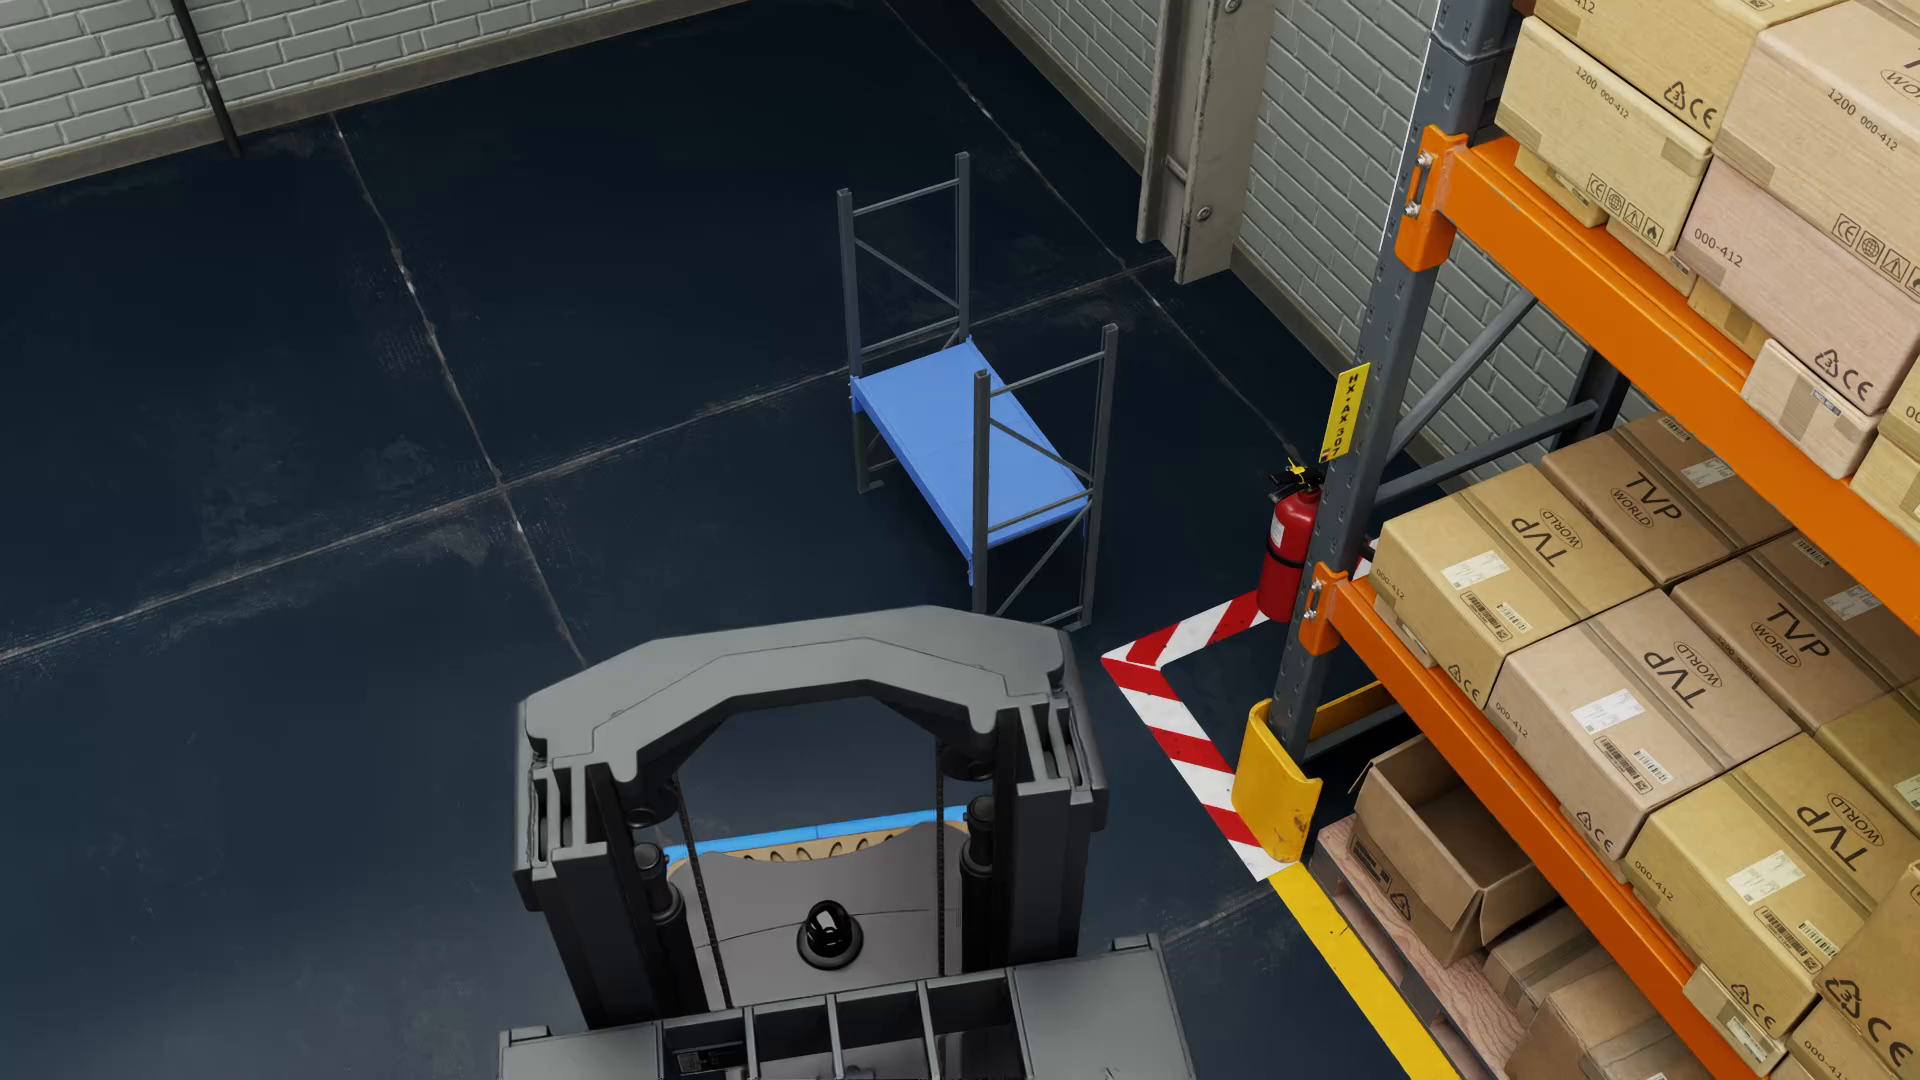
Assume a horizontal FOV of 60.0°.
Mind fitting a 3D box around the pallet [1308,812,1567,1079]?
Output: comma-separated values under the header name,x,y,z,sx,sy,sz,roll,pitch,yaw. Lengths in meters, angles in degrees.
name,x,y,z,sx,sy,sz,roll,pitch,yaw
pallet,1.893,1.269,5.393,1.003,0.211,1.213,-21,52,-18

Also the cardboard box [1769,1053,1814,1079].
name,x,y,z,sx,sy,sz,roll,pitch,yaw
cardboard box,2.083,1.213,3.756,0.380,0.149,0.250,-20,52,-17

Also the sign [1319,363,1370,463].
name,x,y,z,sx,sy,sz,roll,pitch,yaw
sign,1.010,-0.331,4.364,0.100,0.325,0.005,-21,52,-18

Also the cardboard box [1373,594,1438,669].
name,x,y,z,sx,sy,sz,roll,pitch,yaw
cardboard box,1.399,0.164,4.673,0.380,0.149,0.250,-22,52,-18

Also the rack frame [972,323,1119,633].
name,x,y,z,sx,sy,sz,roll,pitch,yaw
rack frame,0.272,-0.096,5.731,0.500,1.500,0.032,-21,52,-18

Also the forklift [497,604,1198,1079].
name,x,y,z,sx,sy,sz,roll,pitch,yaw
forklift,-0.153,1.620,3.278,1.130,2.935,3.031,-7,49,-6

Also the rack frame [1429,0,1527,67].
name,x,y,z,sx,sy,sz,roll,pitch,yaw
rack frame,1.493,-2.208,2.596,1.000,3.000,0.127,-21,52,-18

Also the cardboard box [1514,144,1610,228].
name,x,y,z,sx,sy,sz,roll,pitch,yaw
cardboard box,1.432,-0.844,3.563,0.380,0.149,0.250,-20,52,-17

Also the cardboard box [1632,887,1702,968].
name,x,y,z,sx,sy,sz,roll,pitch,yaw
cardboard box,1.895,0.848,4.075,0.380,0.149,0.250,-20,52,-17

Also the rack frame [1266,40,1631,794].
name,x,y,z,sx,sy,sz,roll,pitch,yaw
rack frame,1.493,-0.233,4.854,1.000,3.000,0.127,-21,52,-18

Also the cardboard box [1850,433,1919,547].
name,x,y,z,sx,sy,sz,roll,pitch,yaw
cardboard box,1.826,-0.125,2.934,0.380,0.149,0.250,-21,52,-18

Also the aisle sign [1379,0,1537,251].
name,x,y,z,sx,sy,sz,roll,pitch,yaw
aisle sign,1.200,-1.033,3.827,0.394,0.787,0.004,-21,52,-18

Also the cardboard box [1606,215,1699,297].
name,x,y,z,sx,sy,sz,roll,pitch,yaw
cardboard box,1.575,-0.678,3.417,0.380,0.149,0.250,-20,52,-17

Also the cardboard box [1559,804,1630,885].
name,x,y,z,sx,sy,sz,roll,pitch,yaw
cardboard box,1.769,0.673,4.228,0.380,0.149,0.250,-20,52,-16

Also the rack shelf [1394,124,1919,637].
name,x,y,z,sx,sy,sz,roll,pitch,yaw
rack shelf,2.408,0.355,2.825,1.077,0.370,4.000,-21,52,-18

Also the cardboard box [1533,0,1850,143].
name,x,y,z,sx,sy,sz,roll,pitch,yaw
cardboard box,1.472,-1.050,3.146,0.500,0.250,0.500,-22,52,-18

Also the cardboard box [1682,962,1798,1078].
name,x,y,z,sx,sy,sz,roll,pitch,yaw
cardboard box,1.944,1.043,3.904,0.380,0.149,0.250,-23,53,-19

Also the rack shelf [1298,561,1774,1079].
name,x,y,z,sx,sy,sz,roll,pitch,yaw
rack shelf,2.408,1.342,3.954,1.077,0.370,4.000,-21,52,-18

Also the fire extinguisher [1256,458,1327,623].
name,x,y,z,sx,sy,sz,roll,pitch,yaw
fire extinguisher,1.014,-0.024,4.970,0.296,0.674,0.183,-21,52,-18

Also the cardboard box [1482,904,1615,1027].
name,x,y,z,sx,sy,sz,roll,pitch,yaw
cardboard box,1.848,1.307,5.122,0.380,0.149,0.250,-23,53,-19

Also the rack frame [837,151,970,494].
name,x,y,z,sx,sy,sz,roll,pitch,yaw
rack frame,-0.194,-0.777,6.326,0.500,1.500,0.032,-21,52,-18

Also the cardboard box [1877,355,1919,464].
name,x,y,z,sx,sy,sz,roll,pitch,yaw
cardboard box,1.927,-0.198,2.732,0.500,0.250,0.500,-23,53,-19

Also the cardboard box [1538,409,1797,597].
name,x,y,z,sx,sy,sz,roll,pitch,yaw
cardboard box,1.939,-0.065,4.609,0.500,0.250,0.500,-20,52,-16

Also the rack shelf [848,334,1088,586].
name,x,y,z,sx,sy,sz,roll,pitch,yaw
rack shelf,0.039,-0.318,6.164,0.538,0.185,1.000,-21,52,-18

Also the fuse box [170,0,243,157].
name,x,y,z,sx,sy,sz,roll,pitch,yaw
fuse box,-3.586,-2.488,7.682,0.539,1.711,0.414,-21,52,-18

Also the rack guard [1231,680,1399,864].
name,x,y,z,sx,sy,sz,roll,pitch,yaw
rack guard,1.527,0.641,5.750,1.175,0.500,0.348,-21,52,-18

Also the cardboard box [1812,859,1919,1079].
name,x,y,z,sx,sy,sz,roll,pitch,yaw
cardboard box,2.147,0.872,3.291,0.500,0.500,0.500,-20,52,-17

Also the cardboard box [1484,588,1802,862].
name,x,y,z,sx,sy,sz,roll,pitch,yaw
cardboard box,1.692,0.452,4.156,0.500,0.250,0.500,-21,52,-17

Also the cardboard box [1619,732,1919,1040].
name,x,y,z,sx,sy,sz,roll,pitch,yaw
cardboard box,1.926,0.790,3.861,0.500,0.250,0.500,-22,52,-18

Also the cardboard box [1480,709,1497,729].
name,x,y,z,sx,sy,sz,roll,pitch,yaw
cardboard box,1.557,0.318,4.538,0.380,0.149,0.250,-20,52,-17

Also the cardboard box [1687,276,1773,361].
name,x,y,z,sx,sy,sz,roll,pitch,yaw
cardboard box,1.677,-0.500,3.262,0.380,0.149,0.250,-21,52,-17

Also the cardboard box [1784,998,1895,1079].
name,x,y,z,sx,sy,sz,roll,pitch,yaw
cardboard box,2.179,1.125,3.568,0.500,0.250,0.500,-22,53,-18

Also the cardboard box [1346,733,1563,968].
name,x,y,z,sx,sy,sz,roll,pitch,yaw
cardboard box,1.688,0.893,5.249,0.797,0.503,0.637,-23,53,-19

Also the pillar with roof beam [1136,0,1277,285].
name,x,y,z,sx,sy,sz,roll,pitch,yaw
pillar with roof beam,-2.768,-2.840,3.148,9.100,9.000,0.400,-21,52,-18

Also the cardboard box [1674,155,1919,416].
name,x,y,z,sx,sy,sz,roll,pitch,yaw
cardboard box,1.704,-0.545,3.036,0.500,0.250,0.500,-20,52,-17

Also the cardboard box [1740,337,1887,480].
name,x,y,z,sx,sy,sz,roll,pitch,yaw
cardboard box,1.700,-0.298,3.085,0.380,0.149,0.250,-20,52,-17

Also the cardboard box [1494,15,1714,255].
name,x,y,z,sx,sy,sz,roll,pitch,yaw
cardboard box,1.453,-0.878,3.327,0.500,0.250,0.500,-22,52,-18

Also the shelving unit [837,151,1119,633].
name,x,y,z,sx,sy,sz,roll,pitch,yaw
shelving unit,0.039,-0.437,6.028,0.538,1.500,1.048,-21,52,-18

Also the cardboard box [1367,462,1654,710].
name,x,y,z,sx,sy,sz,roll,pitch,yaw
cardboard box,1.461,0.115,4.451,0.500,0.250,0.500,-21,52,-17

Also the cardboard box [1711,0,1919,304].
name,x,y,z,sx,sy,sz,roll,pitch,yaw
cardboard box,1.688,-0.703,2.842,0.500,0.250,0.500,-22,52,-18

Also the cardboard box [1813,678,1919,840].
name,x,y,z,sx,sy,sz,roll,pitch,yaw
cardboard box,2.396,0.613,4.015,0.500,0.250,0.500,-20,52,-16

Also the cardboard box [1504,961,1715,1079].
name,x,y,z,sx,sy,sz,roll,pitch,yaw
cardboard box,2.045,1.479,4.738,0.700,0.500,0.500,-19,52,-16

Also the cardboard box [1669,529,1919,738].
name,x,y,z,sx,sy,sz,roll,pitch,yaw
cardboard box,2.174,0.280,4.307,0.500,0.250,0.500,-21,52,-17
